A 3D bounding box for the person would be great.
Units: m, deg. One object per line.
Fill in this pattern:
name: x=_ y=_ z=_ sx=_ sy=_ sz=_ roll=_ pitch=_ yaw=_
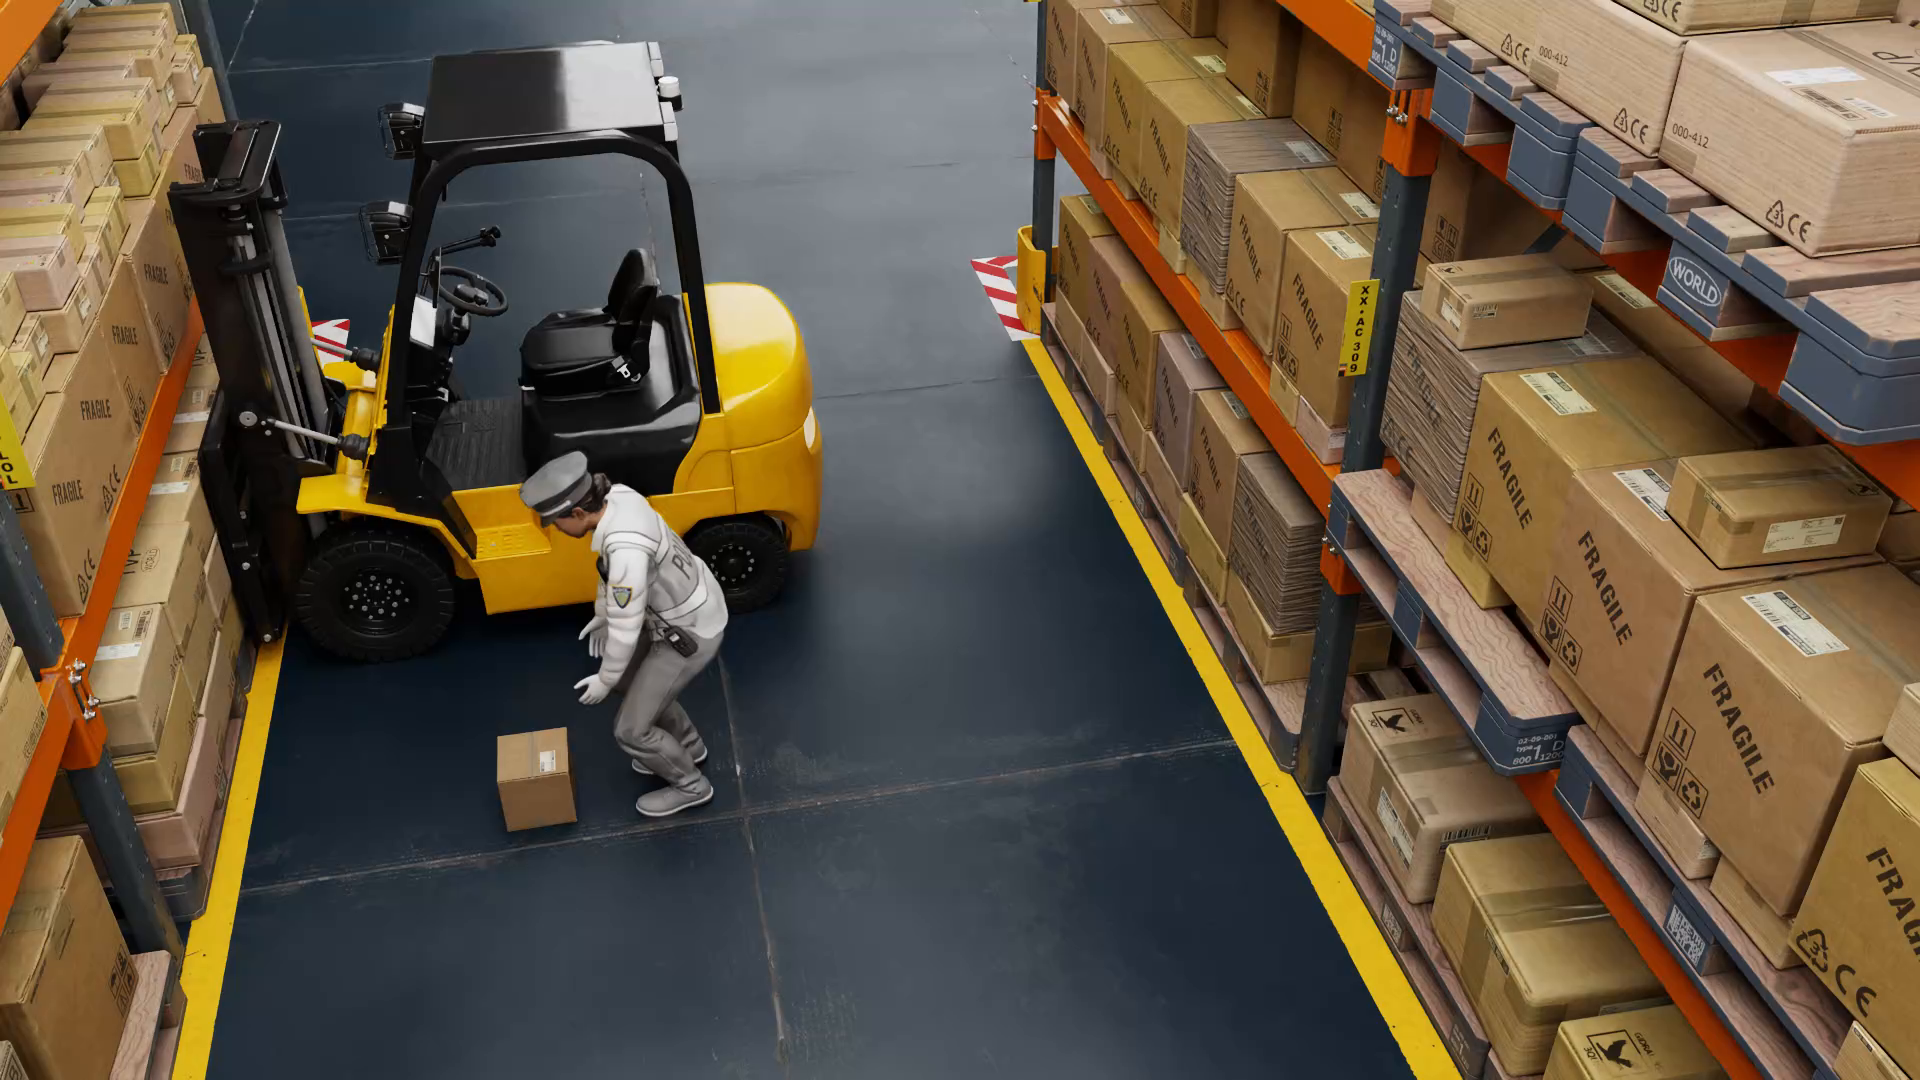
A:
person: x=-1.126 y=0.339 z=5.825 sx=0.634 sy=1.479 sz=0.531 roll=-7 pitch=35 yaw=-10
